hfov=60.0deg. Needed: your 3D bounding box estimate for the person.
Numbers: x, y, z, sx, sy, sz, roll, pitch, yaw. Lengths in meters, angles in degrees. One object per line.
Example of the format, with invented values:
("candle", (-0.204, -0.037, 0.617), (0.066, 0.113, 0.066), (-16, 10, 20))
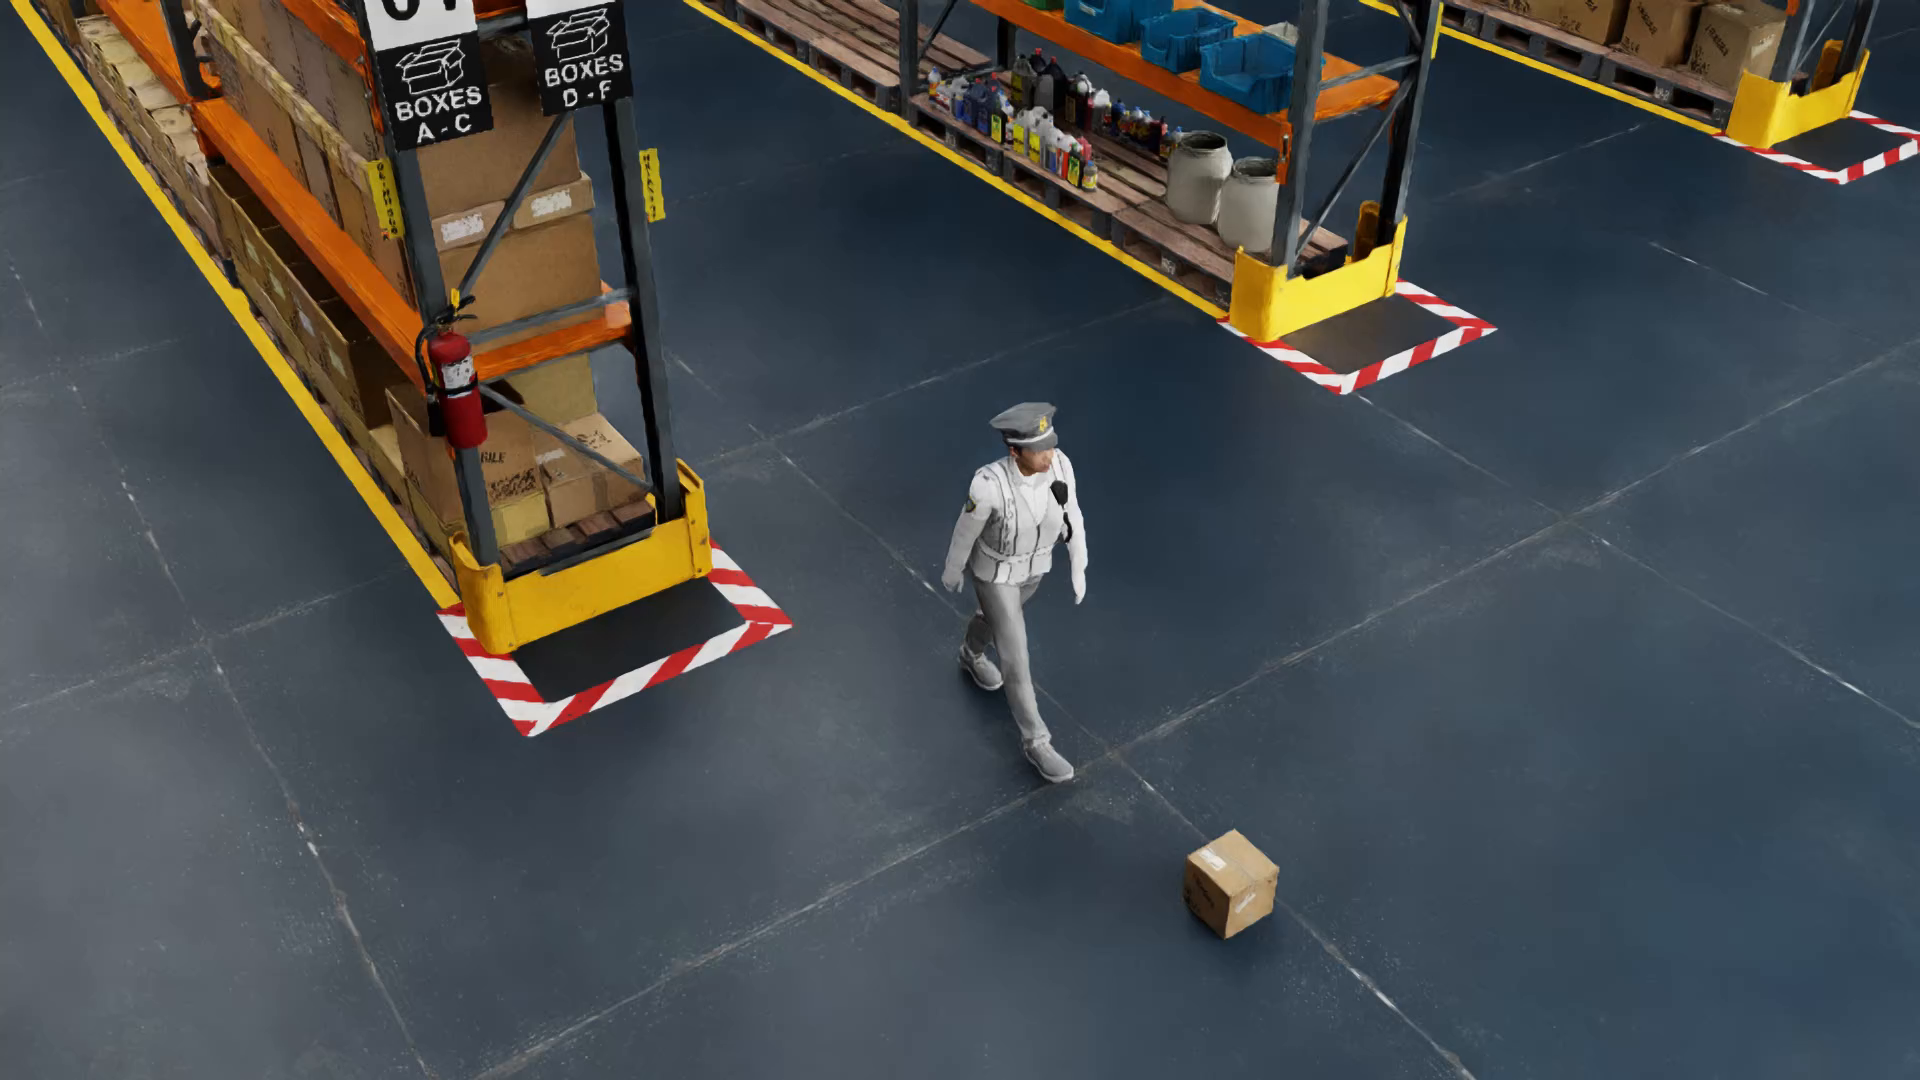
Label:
("person", (0.274, 0.124, 6.820), (0.517, 1.624, 0.951), (-24, 43, -28))
